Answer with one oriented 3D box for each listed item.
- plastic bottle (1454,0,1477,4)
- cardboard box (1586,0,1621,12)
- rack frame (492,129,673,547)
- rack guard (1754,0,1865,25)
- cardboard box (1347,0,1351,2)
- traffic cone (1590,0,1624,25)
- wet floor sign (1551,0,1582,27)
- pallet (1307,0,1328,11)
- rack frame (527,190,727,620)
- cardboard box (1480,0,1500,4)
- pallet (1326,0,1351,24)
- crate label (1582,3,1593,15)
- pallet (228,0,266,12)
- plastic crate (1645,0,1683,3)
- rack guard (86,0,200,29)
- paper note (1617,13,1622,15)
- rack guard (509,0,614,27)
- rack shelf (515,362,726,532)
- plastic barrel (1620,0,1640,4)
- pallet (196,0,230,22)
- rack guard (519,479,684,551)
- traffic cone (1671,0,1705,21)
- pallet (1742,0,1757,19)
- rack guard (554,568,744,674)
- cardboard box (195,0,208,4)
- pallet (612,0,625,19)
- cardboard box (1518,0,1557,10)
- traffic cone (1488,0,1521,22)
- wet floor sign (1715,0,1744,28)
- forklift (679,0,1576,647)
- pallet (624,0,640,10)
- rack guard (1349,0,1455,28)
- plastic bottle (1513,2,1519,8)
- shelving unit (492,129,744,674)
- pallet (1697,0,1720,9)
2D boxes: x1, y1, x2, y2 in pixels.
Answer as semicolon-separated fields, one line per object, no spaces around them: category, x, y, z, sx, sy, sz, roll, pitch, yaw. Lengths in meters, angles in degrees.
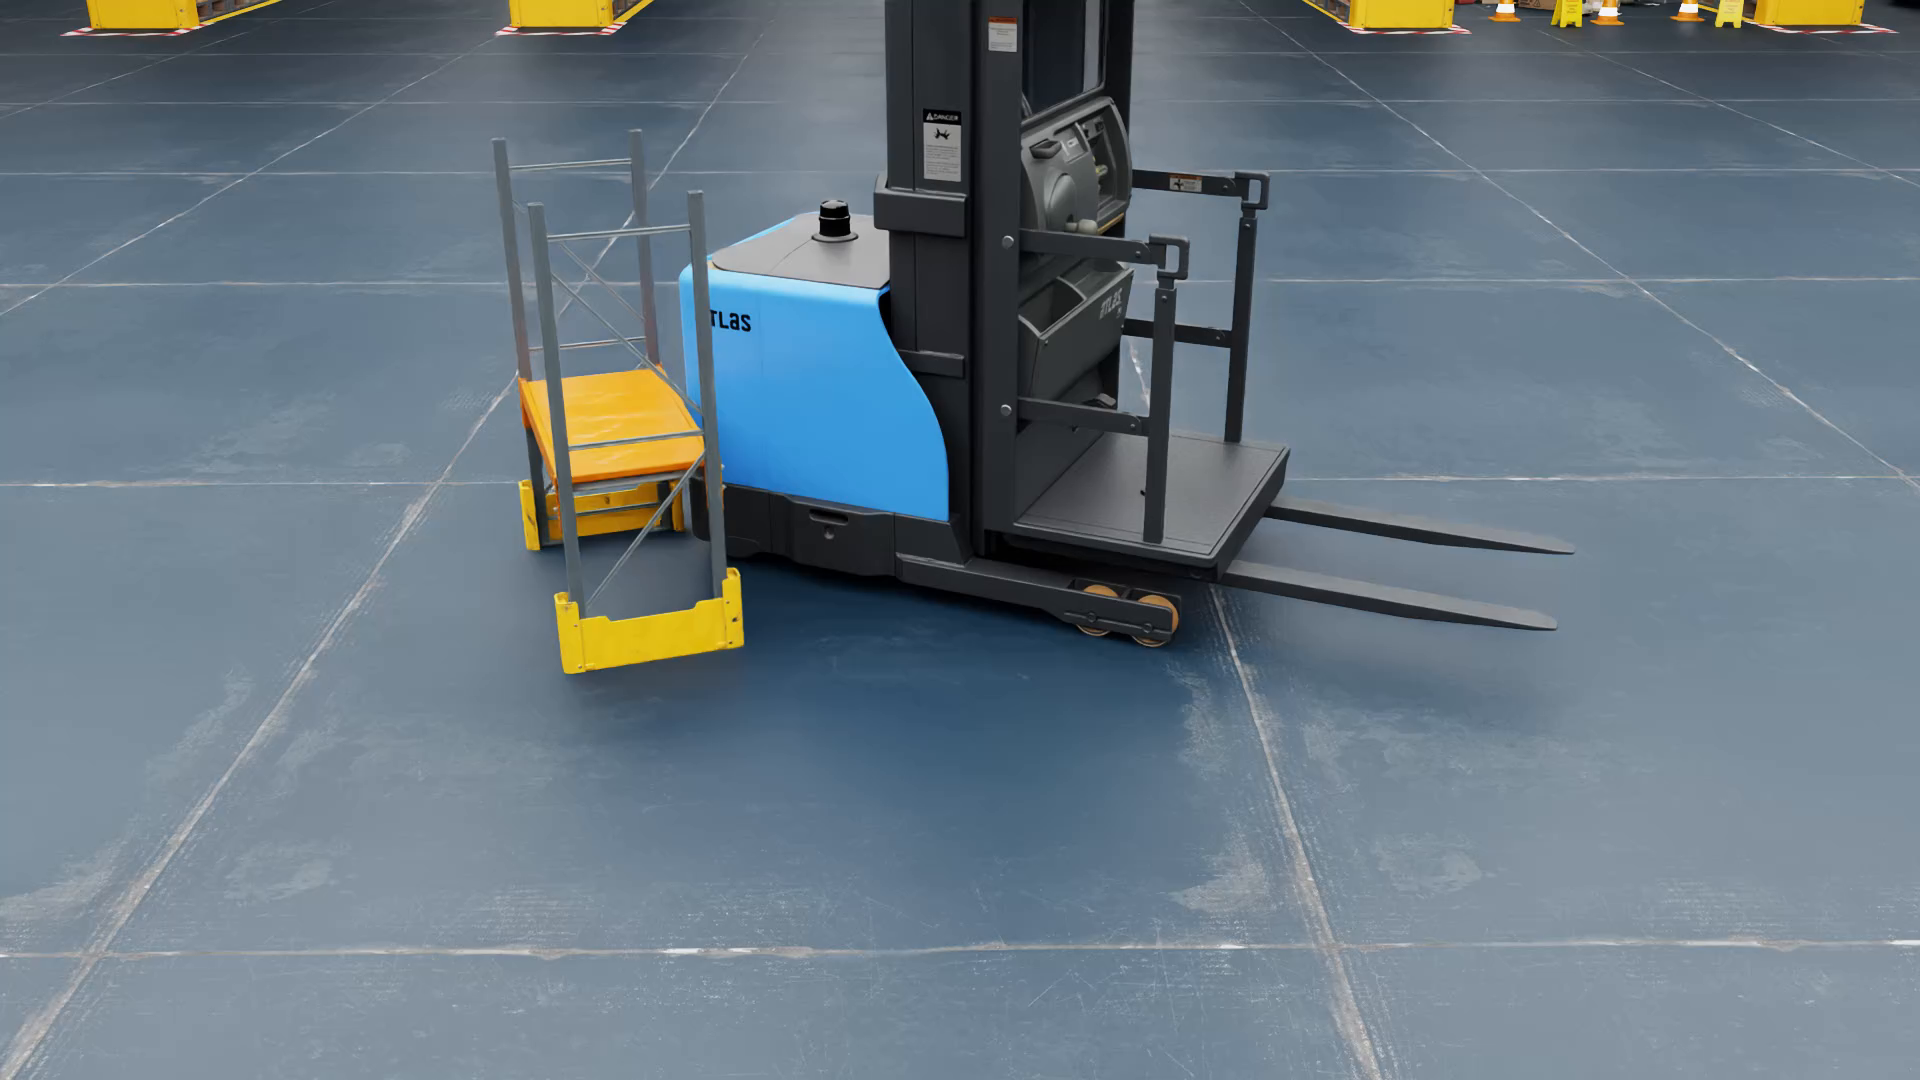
plastic bottle;6.623;-7.057;21.779;0.283;0.061;0.133;-9;26;-19
cardboard box;8.138;-6.779;21.057;0.380;0.149;0.250;13;27;27
rack frame;-1.337;-0.697;5.972;0.500;1.500;0.032;-8;26;-18
rack guard;10.172;-6.439;19.881;1.175;0.500;0.348;0;24;-1
cardboard box;5.150;-6.985;20.124;0.875;0.875;0.875;0;24;0
traffic cone;7.772;-6.417;19.877;0.336;0.463;0.334;0;24;-1
wet floor sign;7.204;-6.407;19.634;0.267;0.644;0.232;-4;25;-10
pallet;5.127;-7.043;21.566;1.003;0.211;1.213;0;24;-1
rack frame;-0.991;-0.303;5.100;0.500;1.500;0.032;-8;26;-18
cardboard box;7.041;-7.186;21.815;0.396;0.266;0.258;4;25;9
pallet;5.137;-6.542;20.458;1.003;0.211;1.213;0;24;-1
crate label;7.701;-6.593;20.660;0.250;0.136;0.298;-14;28;-28
pallet;-9.703;-7.005;21.483;1.003;0.211;1.213;0;24;-1
plastic crate;9.326;-7.214;22.104;0.402;0.080;0.583;-9;26;-19
rack guard;-9.642;-6.311;19.596;1.175;0.500;0.348;0;24;-1
paper note;8.172;-6.575;20.750;0.148;0.019;0.142;-9;26;-19
rack guard;-4.737;-6.372;19.733;1.175;0.500;0.348;0;24;-1
rack shelf;-1.164;-0.336;5.610;0.538;0.185;1.000;-8;26;-18
plastic barrel;8.636;-7.217;21.694;0.512;0.421;0.421;19;30;35
pallet;-9.693;-6.504;20.374;1.003;0.211;1.213;0;24;-1
rack guard;-1.336;-0.127;6.228;0.587;0.250;0.087;-8;26;-18
traffic cone;8.878;-6.562;20.198;0.336;0.463;0.334;0;24;-1
pallet;10.198;-6.643;20.681;1.003;0.211;1.213;0;24;-1
rack guard;-0.998;0.259;5.375;0.587;0.250;0.087;-8;26;-18
cardboard box;-9.426;-6.620;20.074;0.500;0.250;0.500;0;24;-1
pallet;-4.741;-6.575;20.532;1.003;0.211;1.213;0;24;-1
cardboard box;7.622;-7.122;21.386;0.797;0.503;0.637;-19;31;-36
traffic cone;6.638;-6.552;20.176;0.336;0.463;0.334;0;24;-1
wet floor sign;9.105;-6.391;19.598;0.267;0.644;0.232;8;26;18
forklift;0.576;-1.233;5.419;3.031;2.935;1.130;10;26;21
pallet;-4.751;-7.077;21.641;1.003;0.211;1.213;0;24;-1
rack guard;5.224;-6.334;19.649;1.175;0.500;0.348;0;24;-1
plastic bottle;7.065;-6.908;21.450;0.133;0.061;0.283;-9;26;-19
shelving unit;-1.167;-0.504;5.544;0.587;1.500;1.083;-8;26;-18
pallet;10.188;-7.144;21.790;1.003;0.211;1.213;0;24;-1
